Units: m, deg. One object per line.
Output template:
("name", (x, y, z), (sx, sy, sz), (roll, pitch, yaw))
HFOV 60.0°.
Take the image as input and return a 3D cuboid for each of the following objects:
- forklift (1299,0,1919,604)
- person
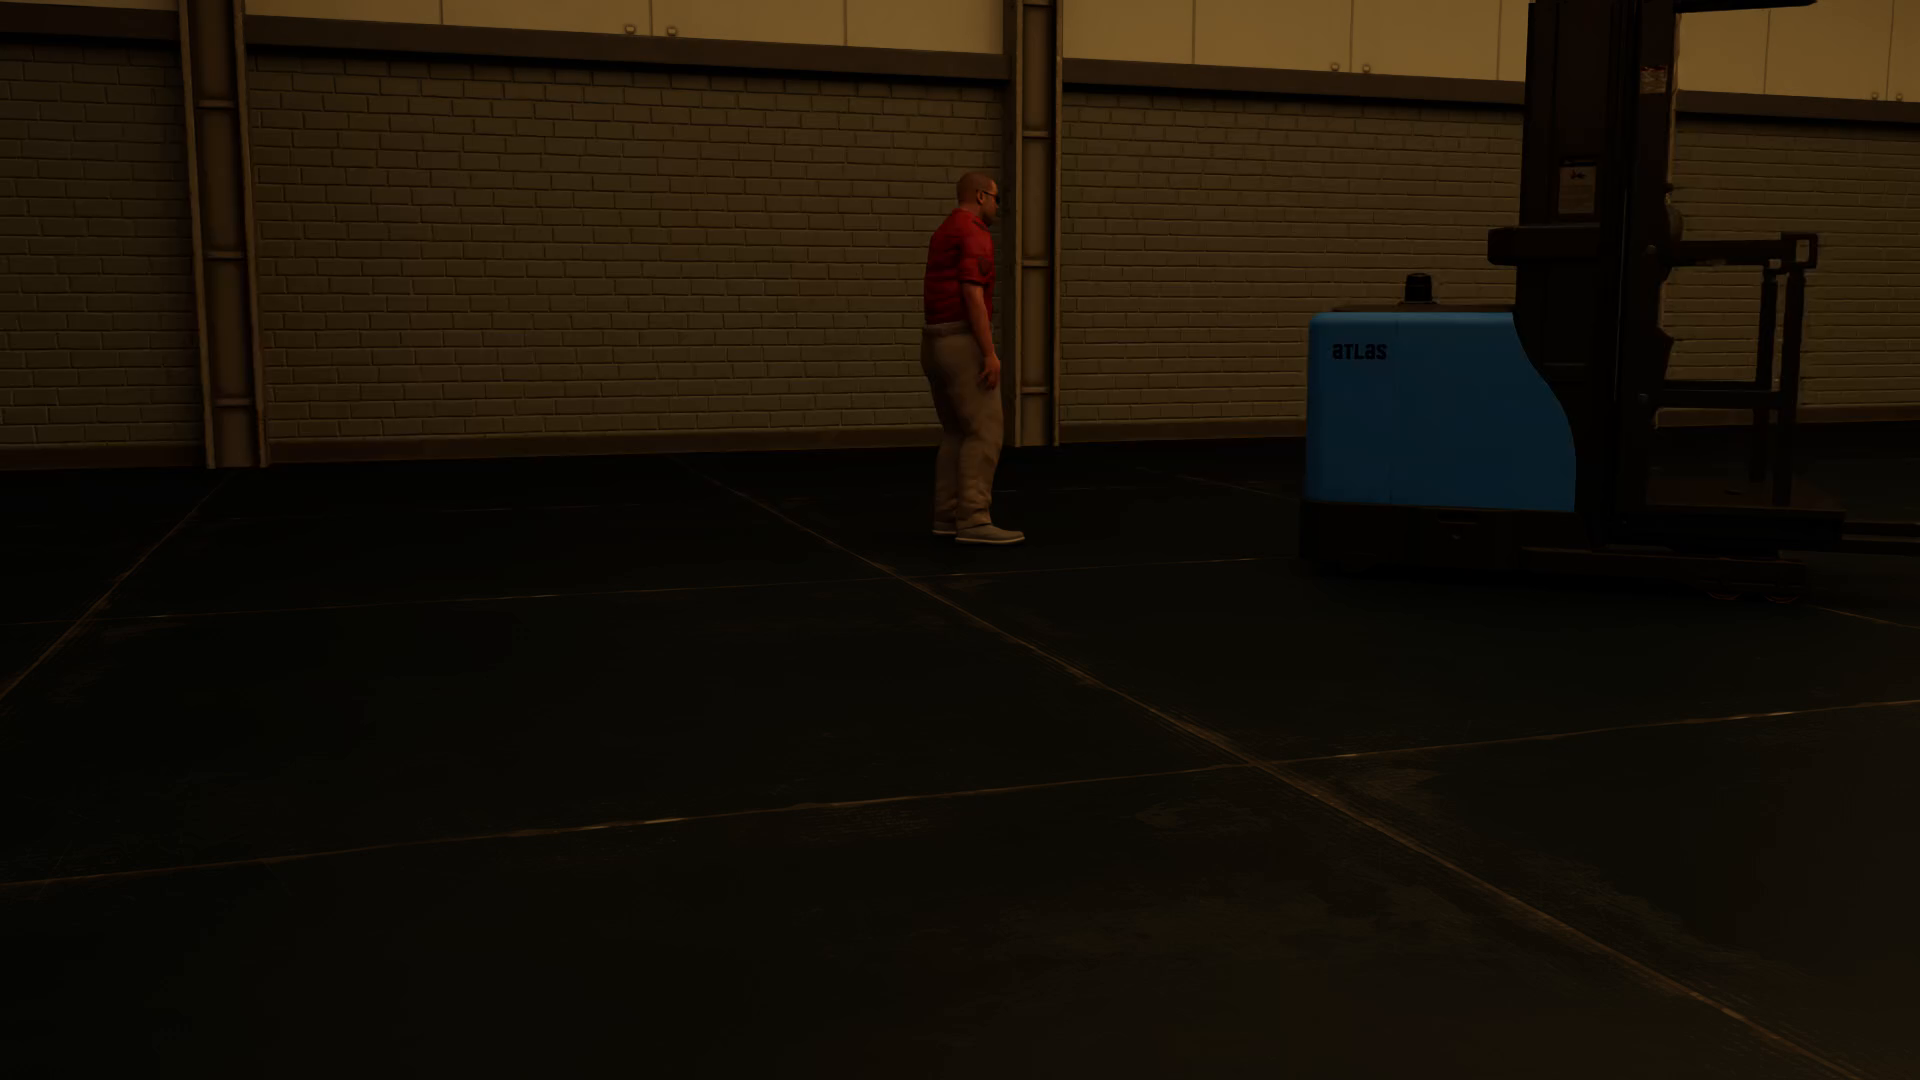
("forklift", (2.975, -1.296, 6.575), (3.031, 2.935, 1.130), (3, 8, 21))
("person", (0.033, -0.859, 7.827), (0.396, 1.726, 0.587), (-3, 8, -20))
